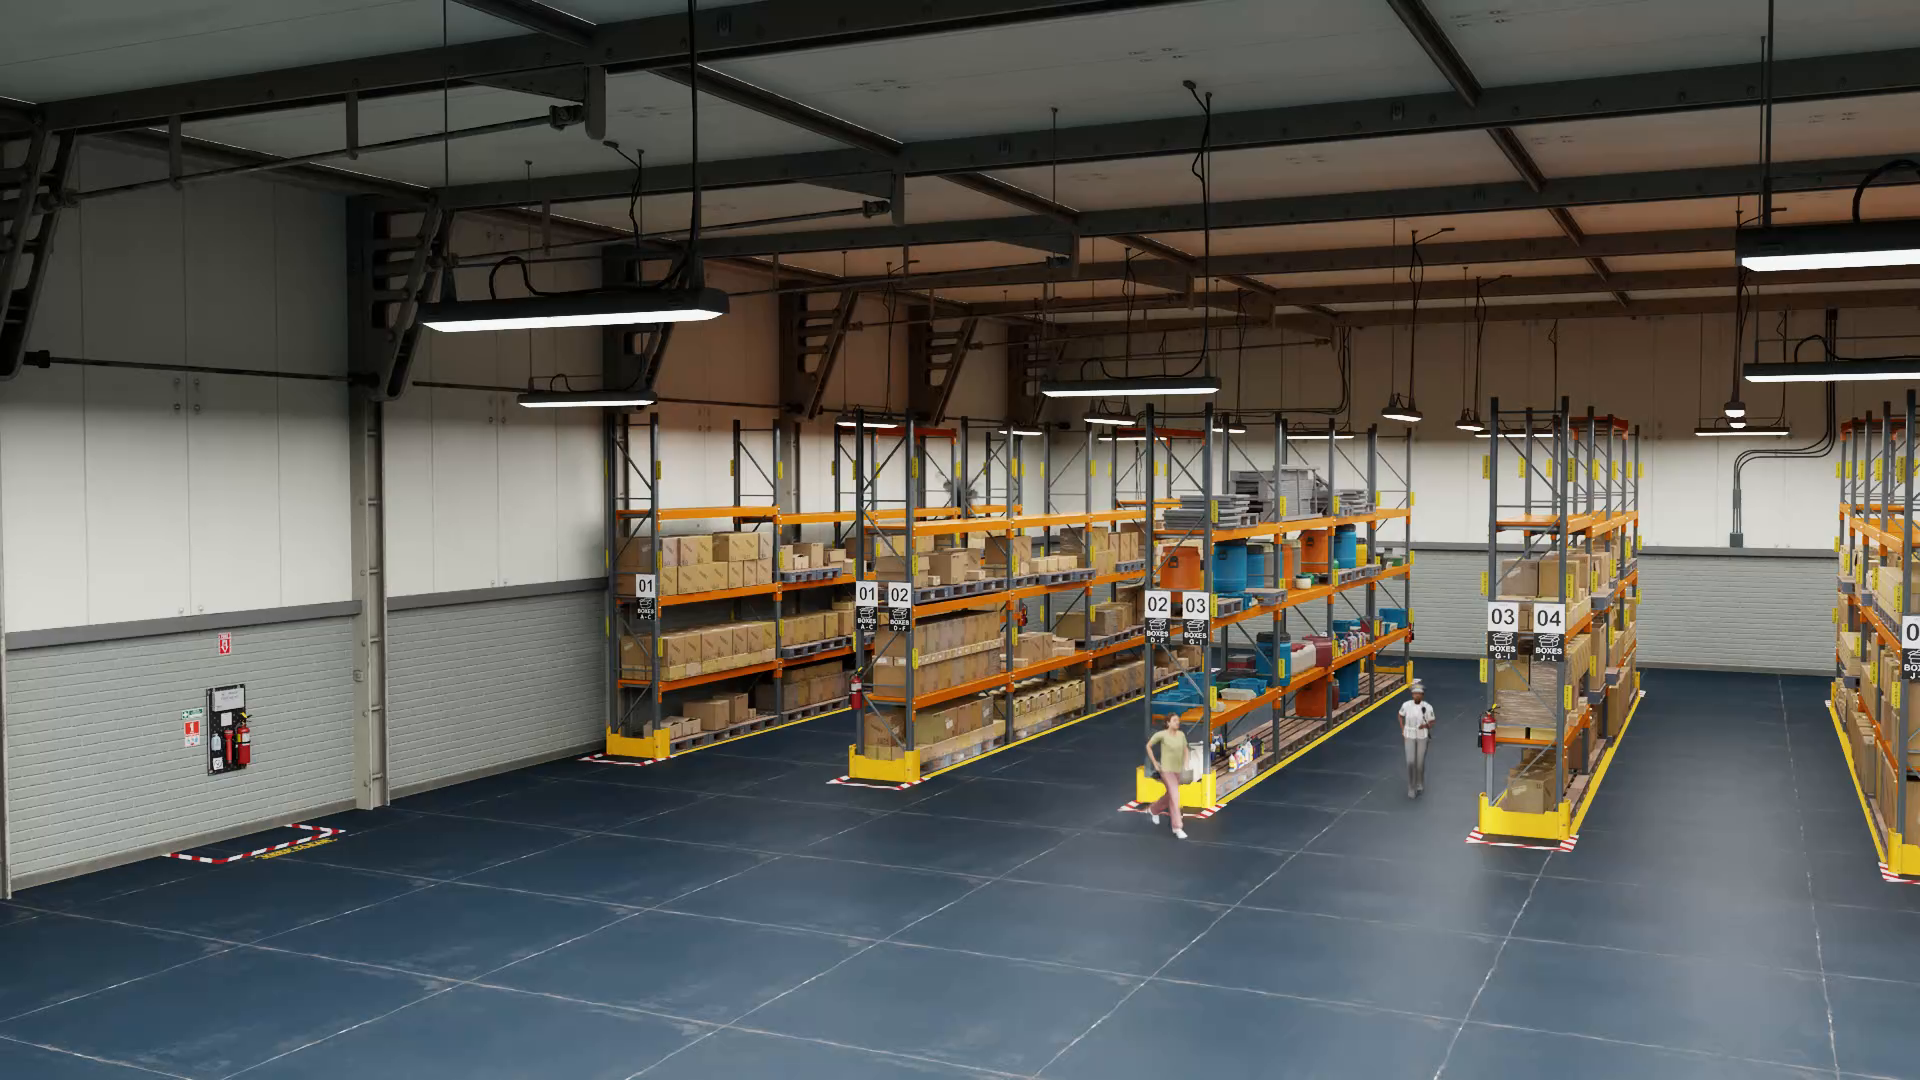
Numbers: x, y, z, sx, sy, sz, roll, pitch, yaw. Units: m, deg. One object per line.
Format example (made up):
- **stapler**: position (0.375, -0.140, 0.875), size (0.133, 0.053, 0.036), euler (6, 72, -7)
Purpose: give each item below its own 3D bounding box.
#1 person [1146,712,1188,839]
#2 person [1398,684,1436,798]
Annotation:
- **person**: position (2.896, 3.207, 22.973), size (0.595, 1.684, 0.914), euler (-2, 3, -32)
- **person**: position (7.035, 3.094, 25.620), size (0.564, 1.768, 0.677), euler (1, 2, 15)
